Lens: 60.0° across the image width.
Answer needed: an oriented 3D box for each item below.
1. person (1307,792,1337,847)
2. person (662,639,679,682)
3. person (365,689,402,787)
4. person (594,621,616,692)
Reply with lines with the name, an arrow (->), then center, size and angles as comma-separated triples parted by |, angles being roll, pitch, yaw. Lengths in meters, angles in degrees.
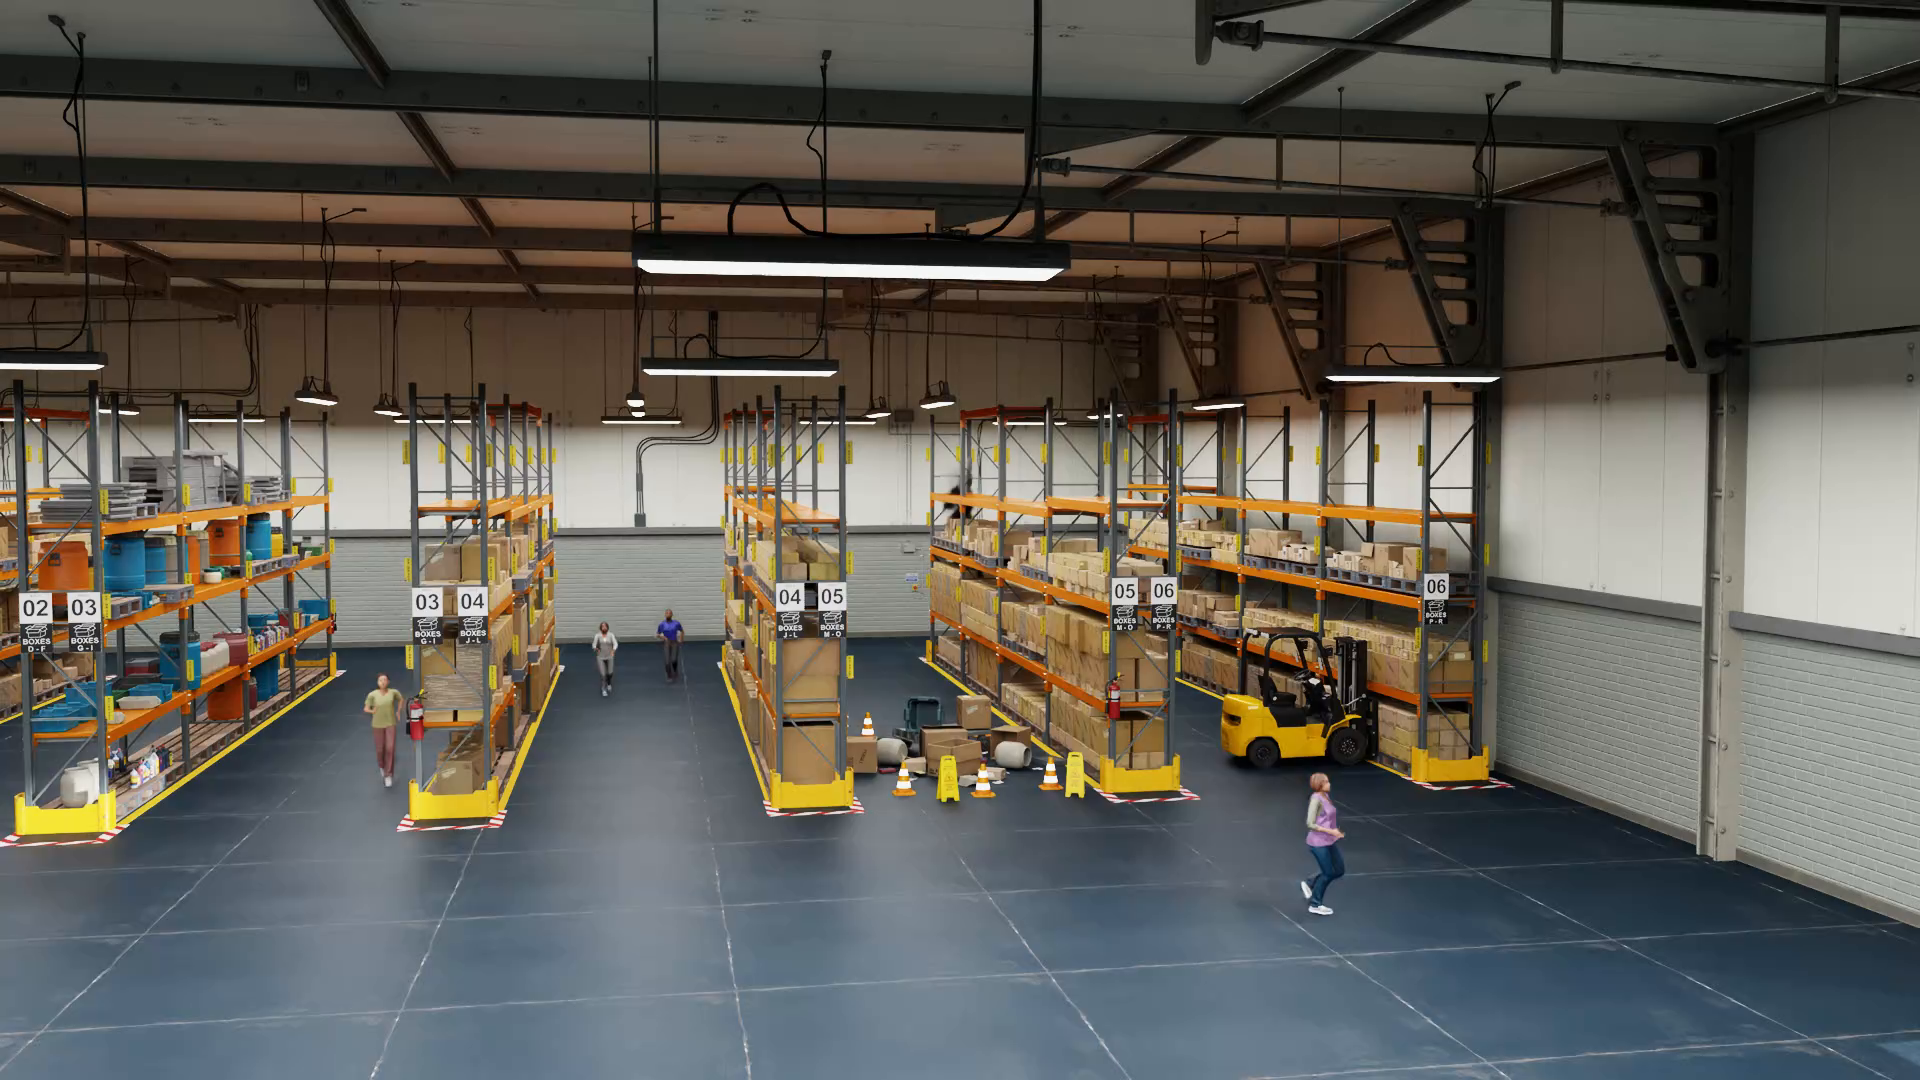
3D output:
person -> 3.933, 3.035, 18.117 | 0.314, 0.576, 0.530 | 2, 3, 32
person -> -6.404, 2.654, 36.762 | 0.370, 0.976, 0.517 | 0, 3, -7
person -> -8.786, 2.982, 25.356 | 0.534, 1.422, 0.951 | -1, 3, -19
person -> -7.357, 2.434, 34.460 | 0.489, 1.483, 0.508 | -1, 3, -14
